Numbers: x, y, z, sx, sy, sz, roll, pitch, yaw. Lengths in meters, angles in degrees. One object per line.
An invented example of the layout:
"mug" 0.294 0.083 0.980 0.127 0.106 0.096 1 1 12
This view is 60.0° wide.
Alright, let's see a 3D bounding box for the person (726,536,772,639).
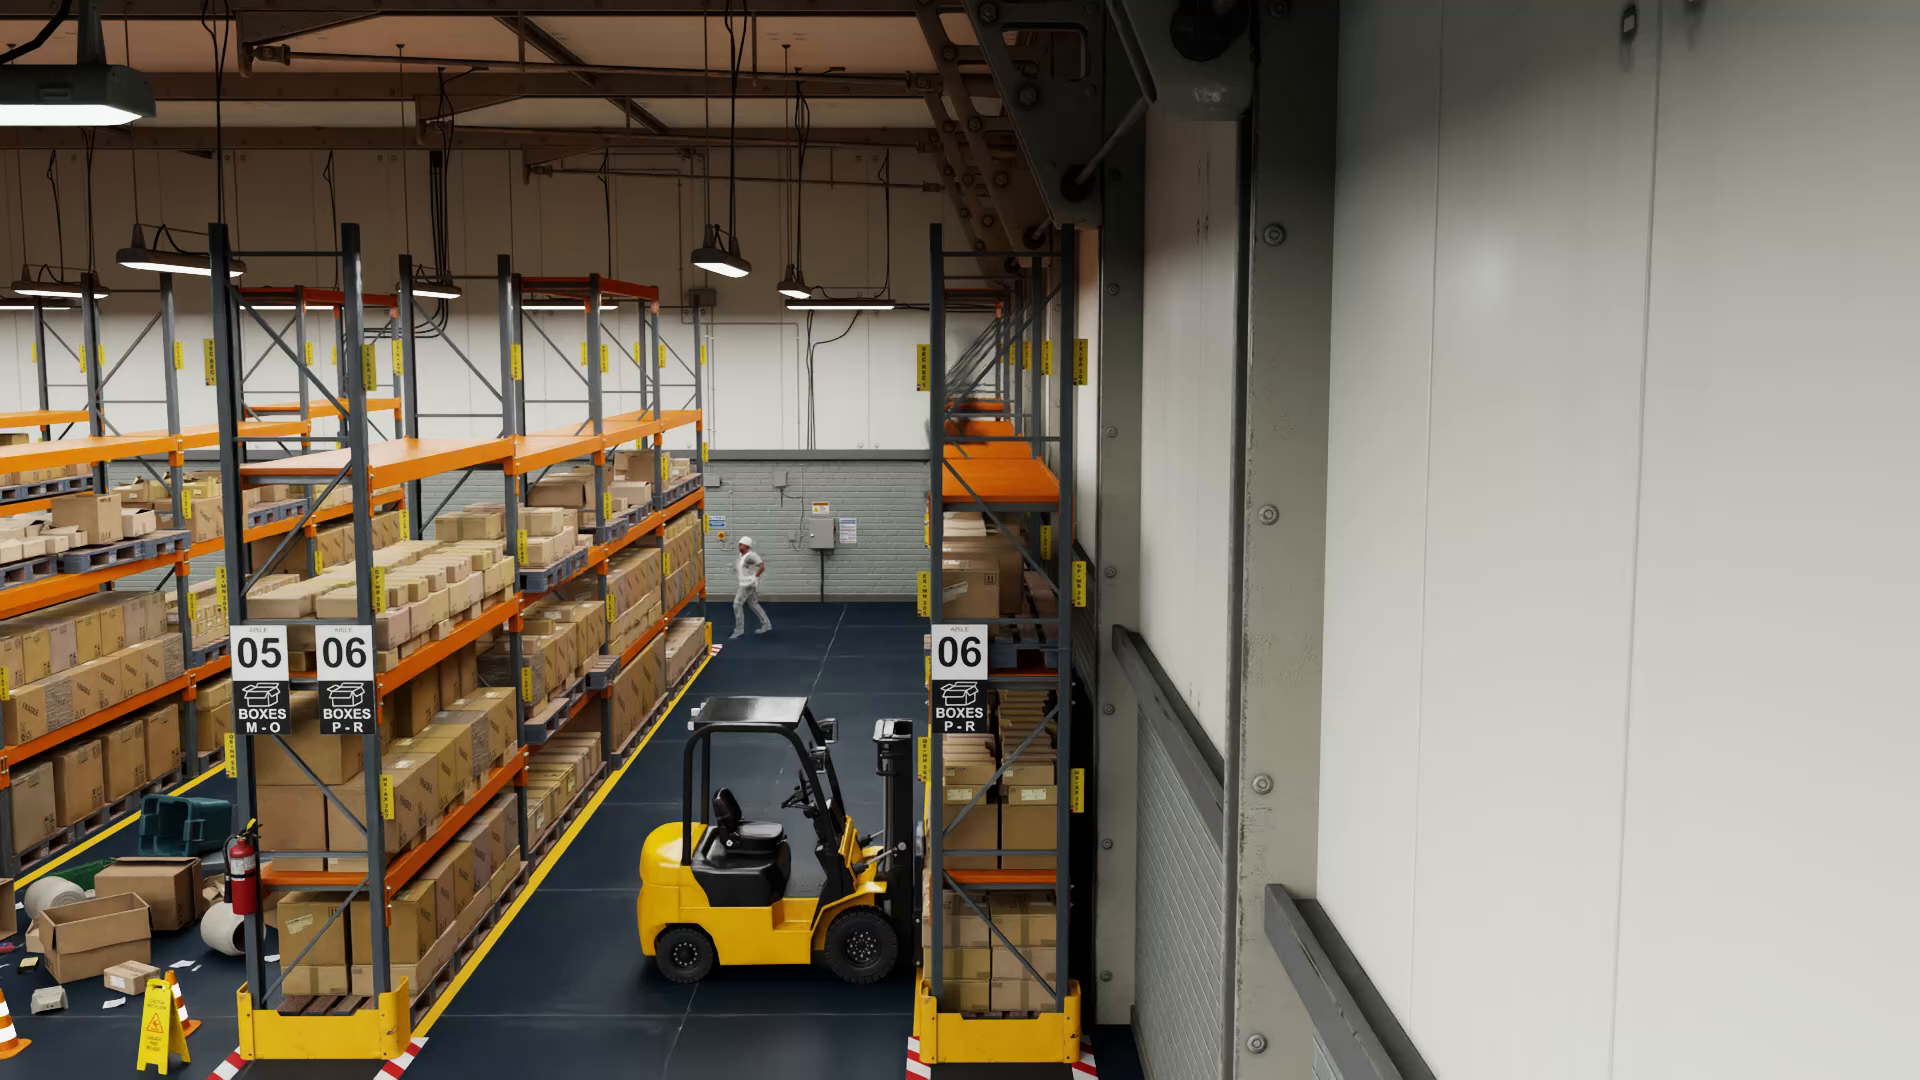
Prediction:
"person" -3.741 0.848 29.517 0.796 1.847 0.646 -1 7 -8
